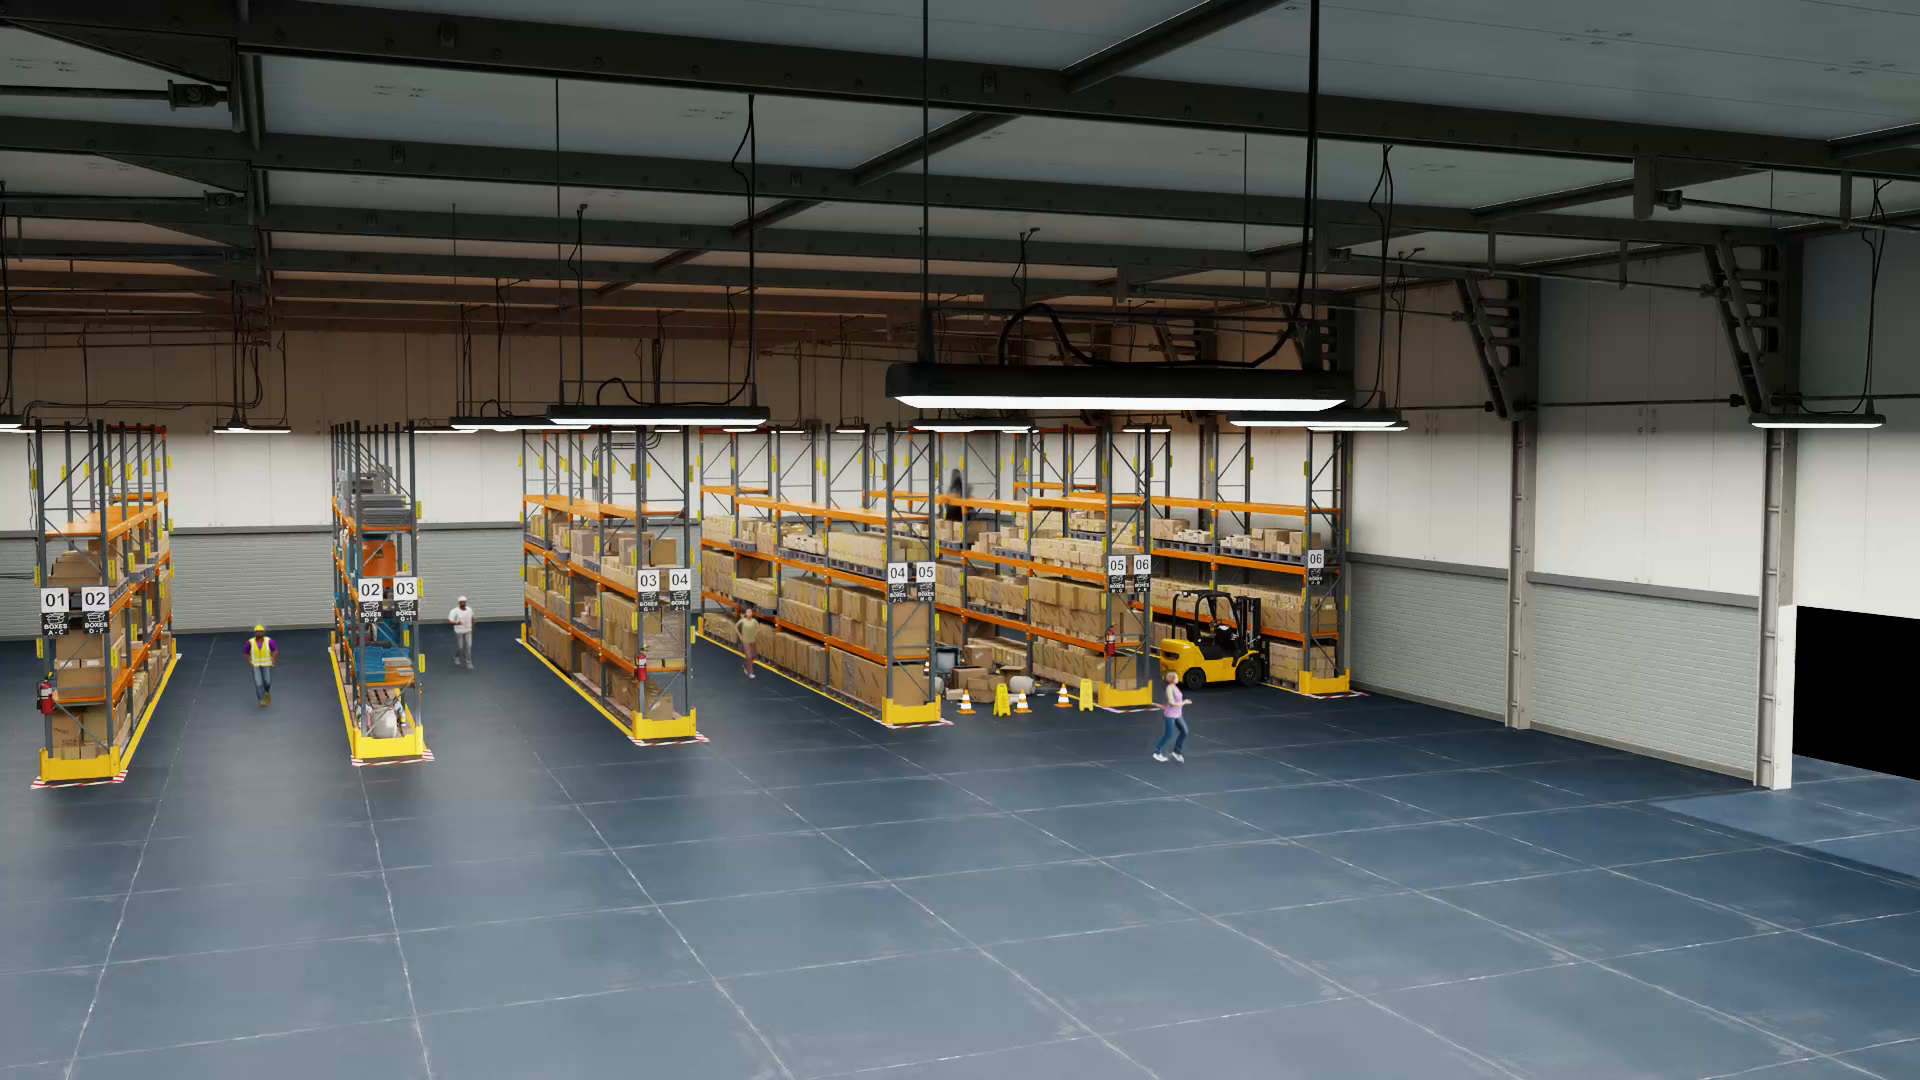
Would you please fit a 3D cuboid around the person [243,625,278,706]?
[{"bbox_3d":[-14.766,2.659,35.126,0.674,1.721,0.569,-2,4,-24],"label":"person"}]

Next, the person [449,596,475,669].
[{"bbox_3d":[-12.211,2.256,40.870,0.706,1.754,0.935,-3,5,-38],"label":"person"}]

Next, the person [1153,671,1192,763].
[{"bbox_3d":[3.724,3.120,29.042,0.684,1.633,0.526,2,4,26],"label":"person"}]

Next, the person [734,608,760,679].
[{"bbox_3d":[-5.017,2.422,39.460,0.597,1.656,0.803,-2,4,-29],"label":"person"}]
